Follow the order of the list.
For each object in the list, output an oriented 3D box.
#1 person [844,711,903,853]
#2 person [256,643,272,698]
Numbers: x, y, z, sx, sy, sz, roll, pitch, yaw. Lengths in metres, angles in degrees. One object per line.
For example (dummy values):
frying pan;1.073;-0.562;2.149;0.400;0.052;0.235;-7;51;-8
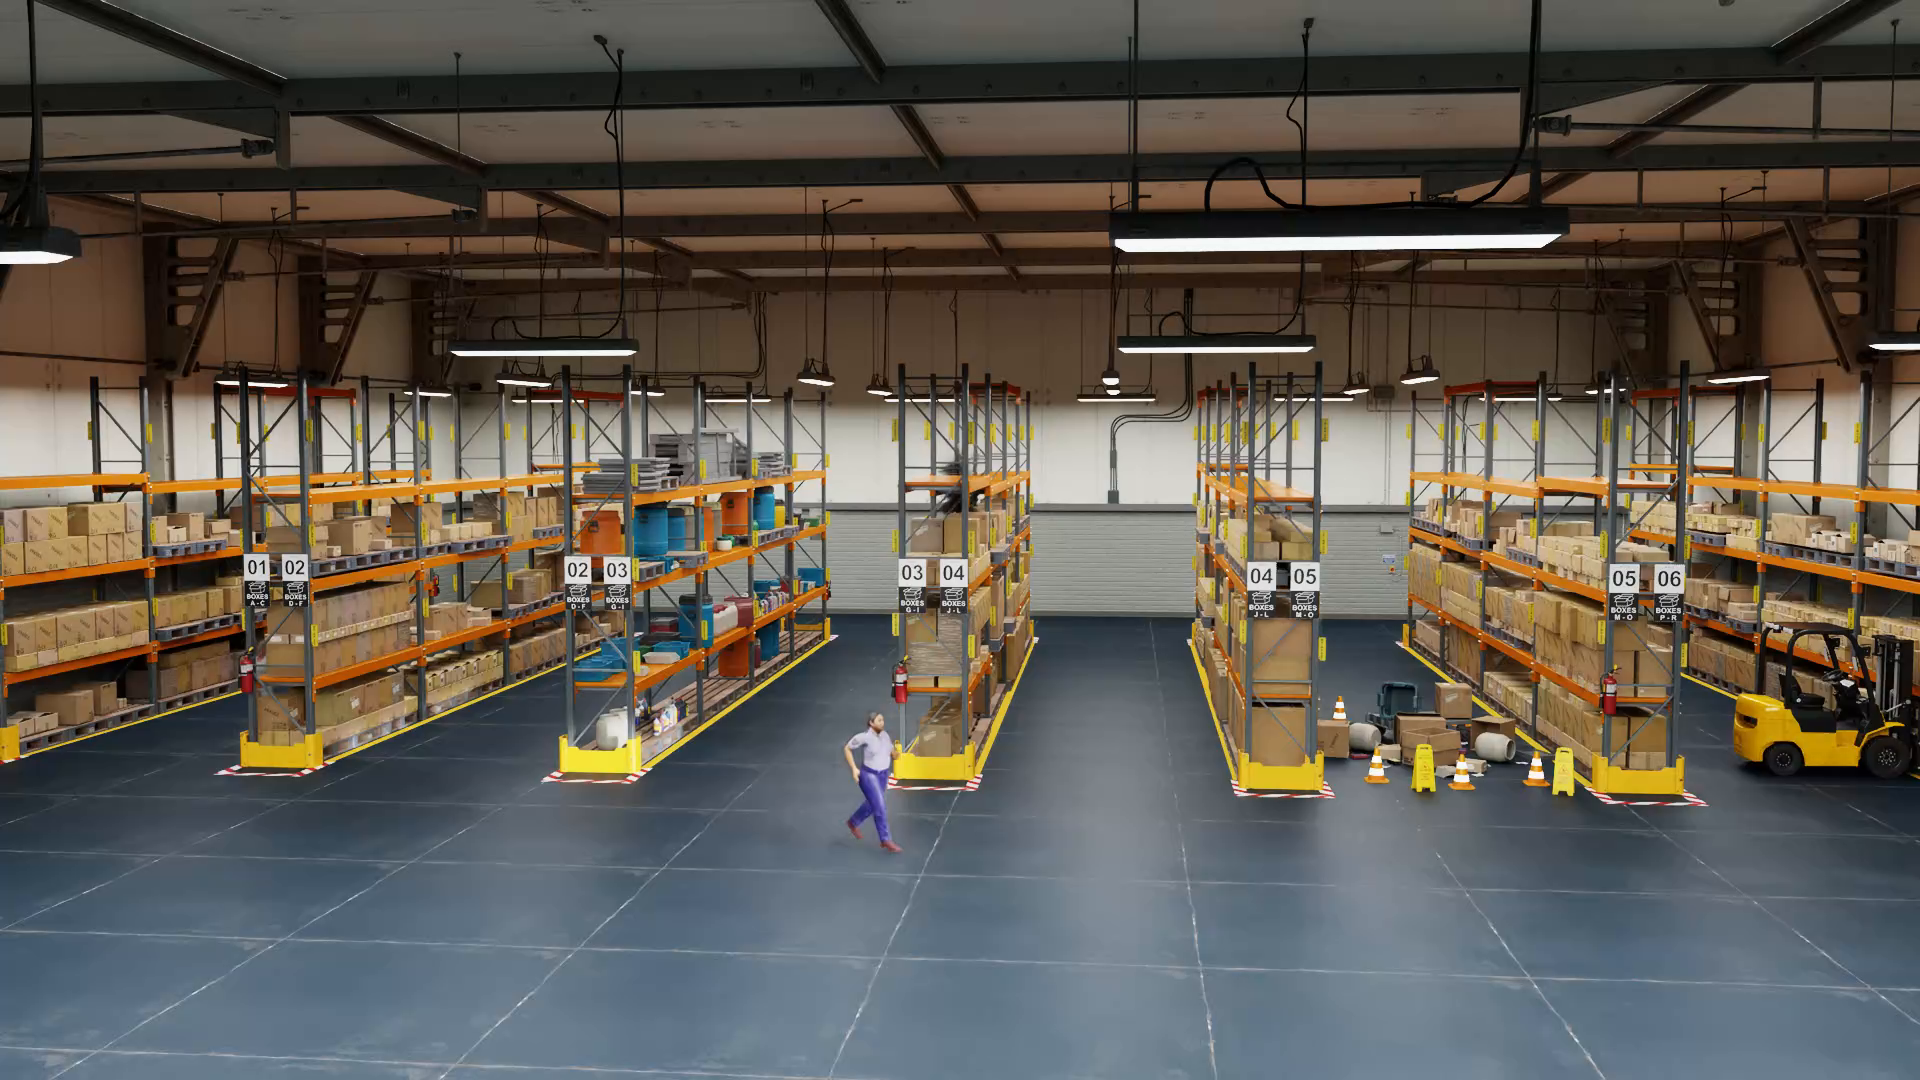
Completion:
person;-1.049;2.875;20.010;0.937;1.646;0.599;3;5;37
person;-11.549;2.471;27.459;0.506;1.557;0.549;0;4;-2
